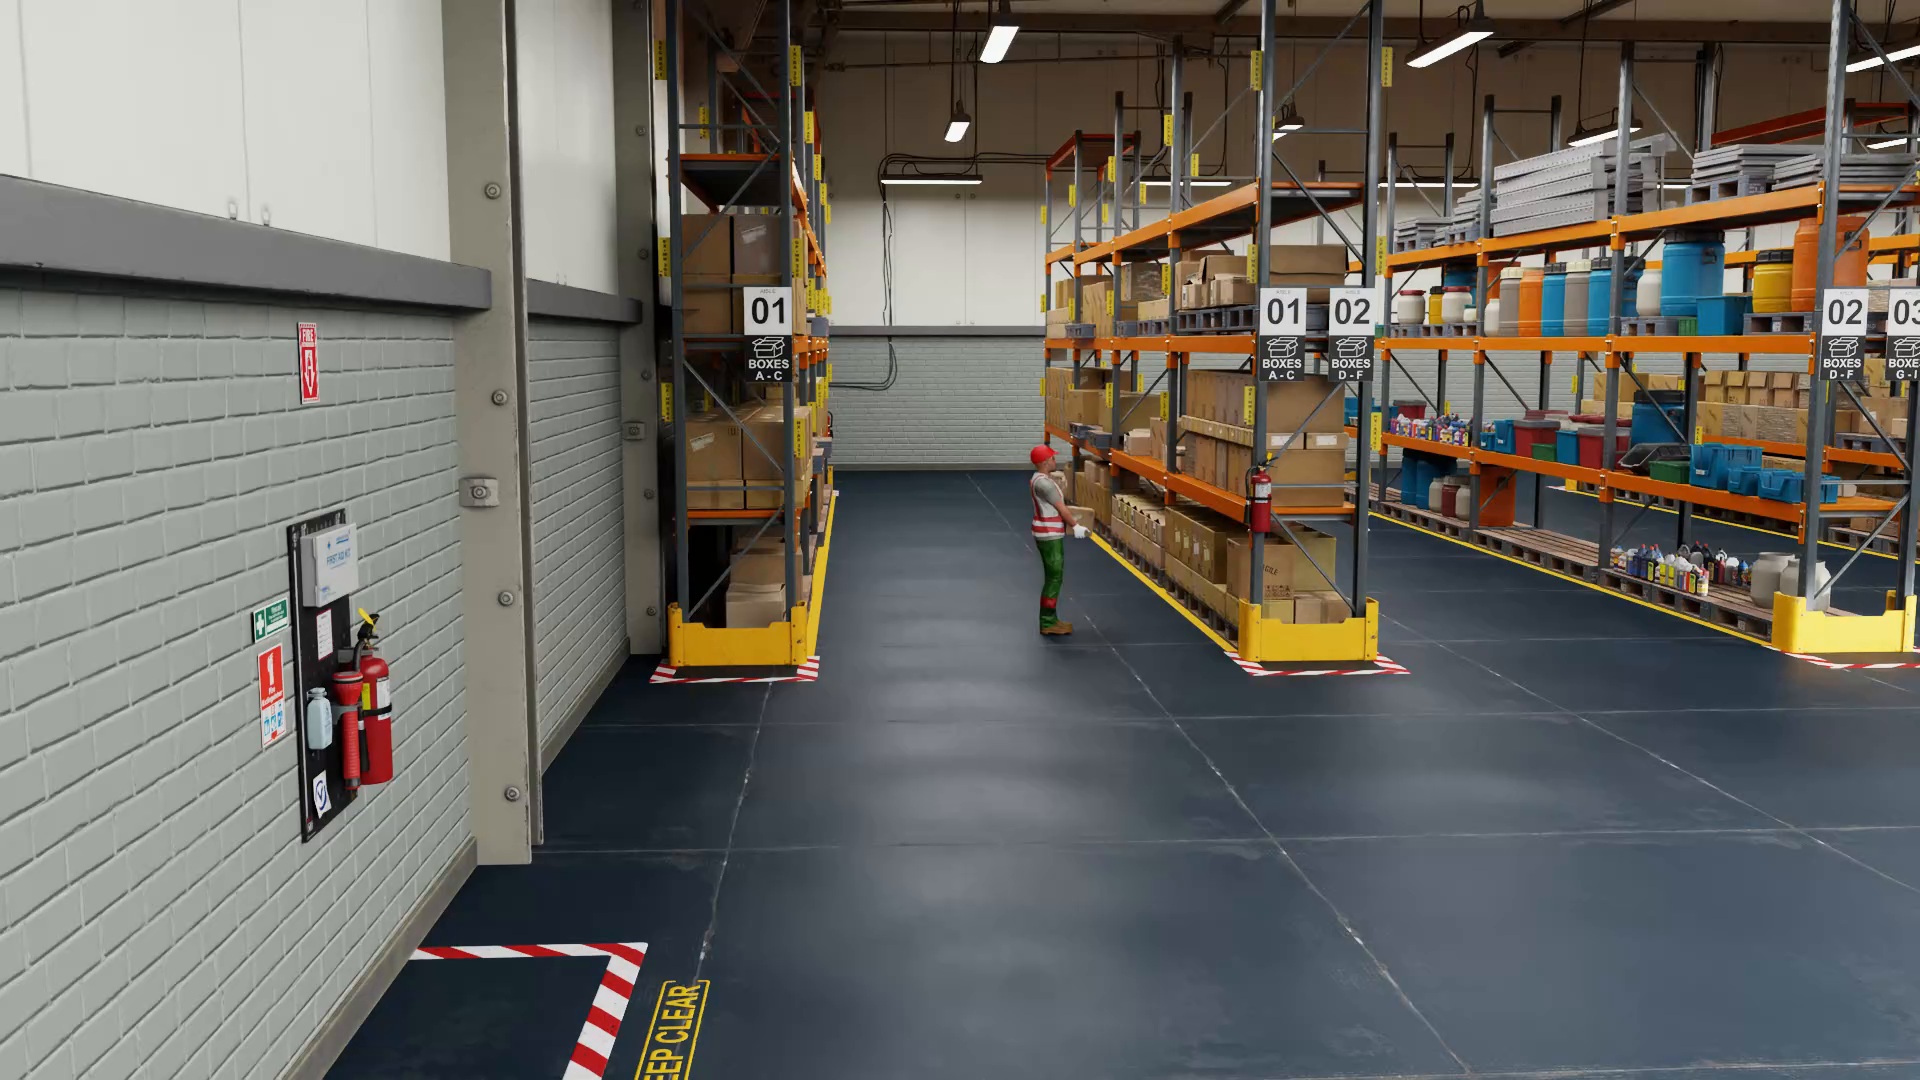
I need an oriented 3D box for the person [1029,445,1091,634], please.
[{"bbox_3d":[0.944,-0.014,15.779,0.560,1.782,0.493,0,7,-3],"label":"person"}]
